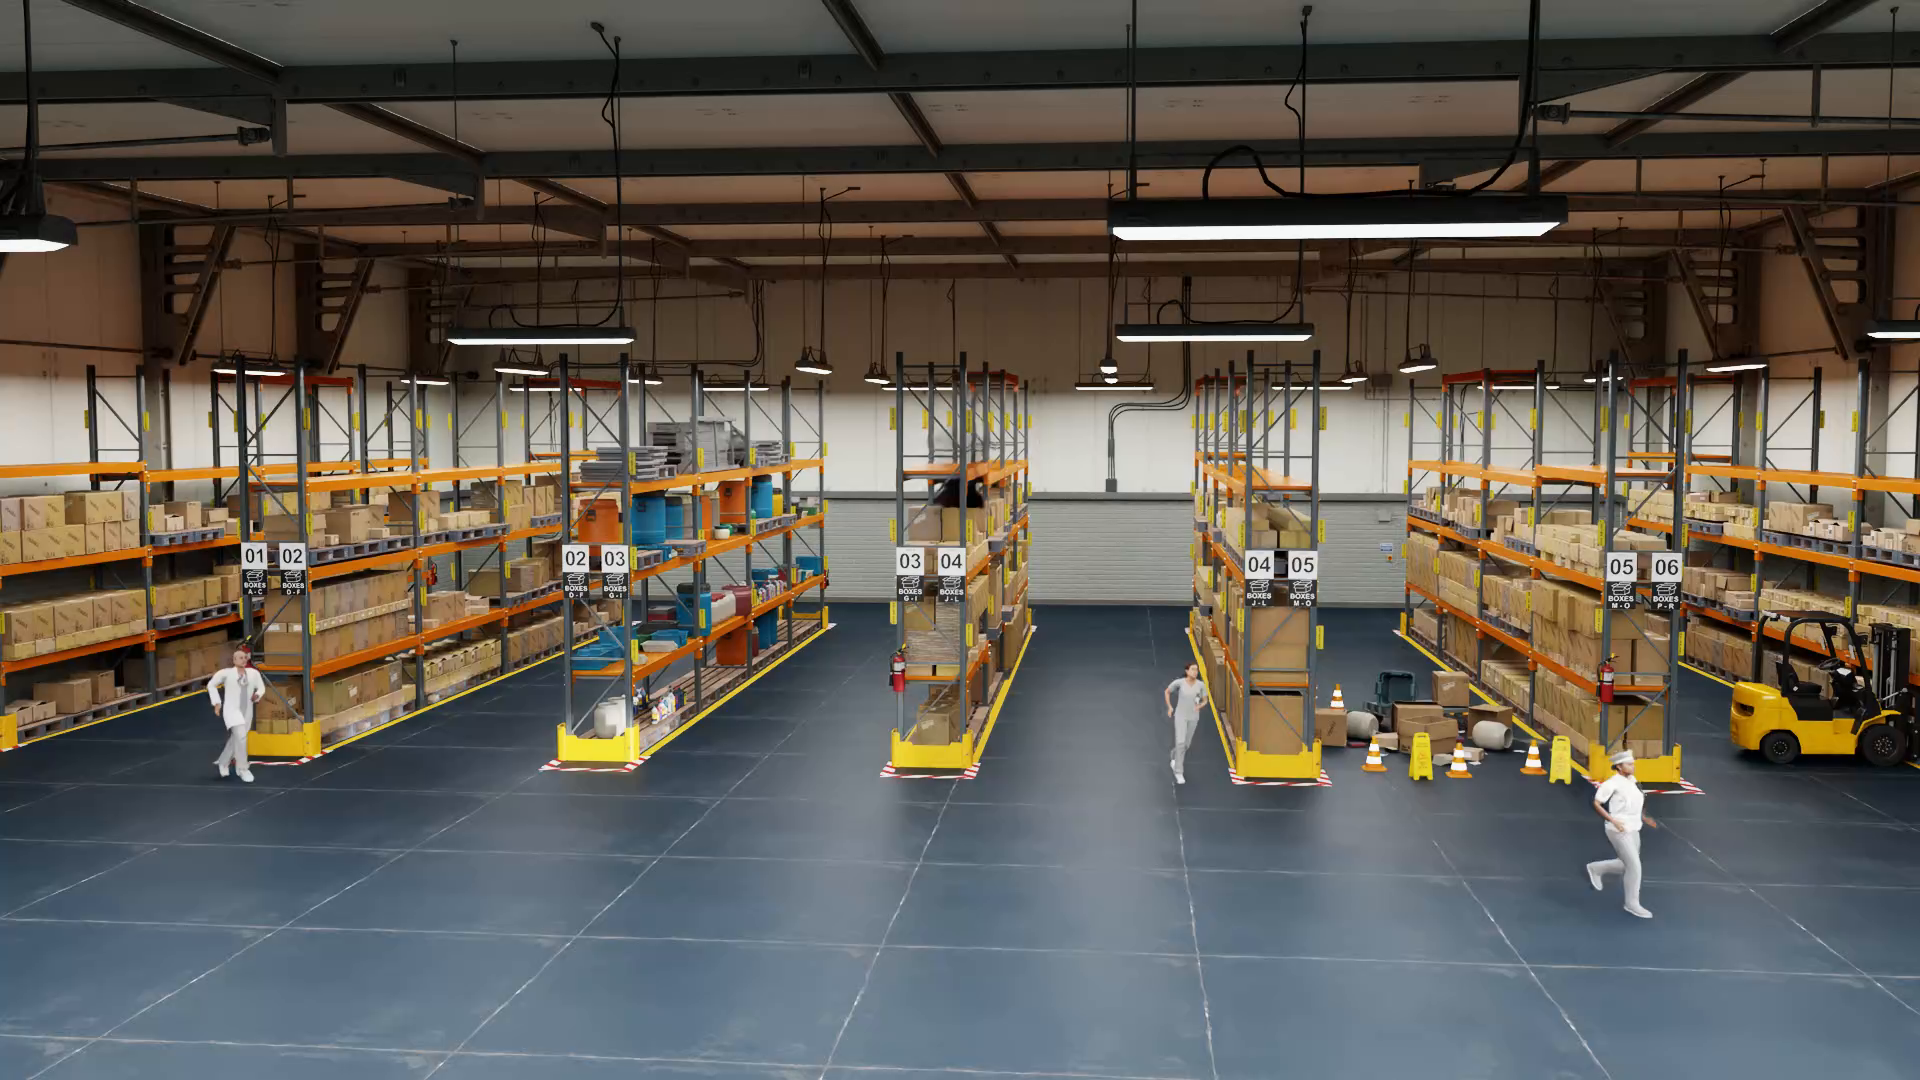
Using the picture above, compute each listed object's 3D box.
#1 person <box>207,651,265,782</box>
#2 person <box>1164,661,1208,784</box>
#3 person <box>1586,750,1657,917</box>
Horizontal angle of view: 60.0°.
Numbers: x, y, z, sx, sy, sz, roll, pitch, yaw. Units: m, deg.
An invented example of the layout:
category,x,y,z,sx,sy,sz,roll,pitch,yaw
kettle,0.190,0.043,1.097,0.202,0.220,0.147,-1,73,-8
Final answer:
category,x,y,z,sx,sy,sz,roll,pitch,yaw
person,-10.062,2.429,23.300,0.999,1.767,0.683,3,5,37
person,3.193,2.526,23.393,0.593,1.668,0.886,-1,4,-8
person,6.751,2.971,17.055,0.577,1.686,0.760,-3,5,-39
